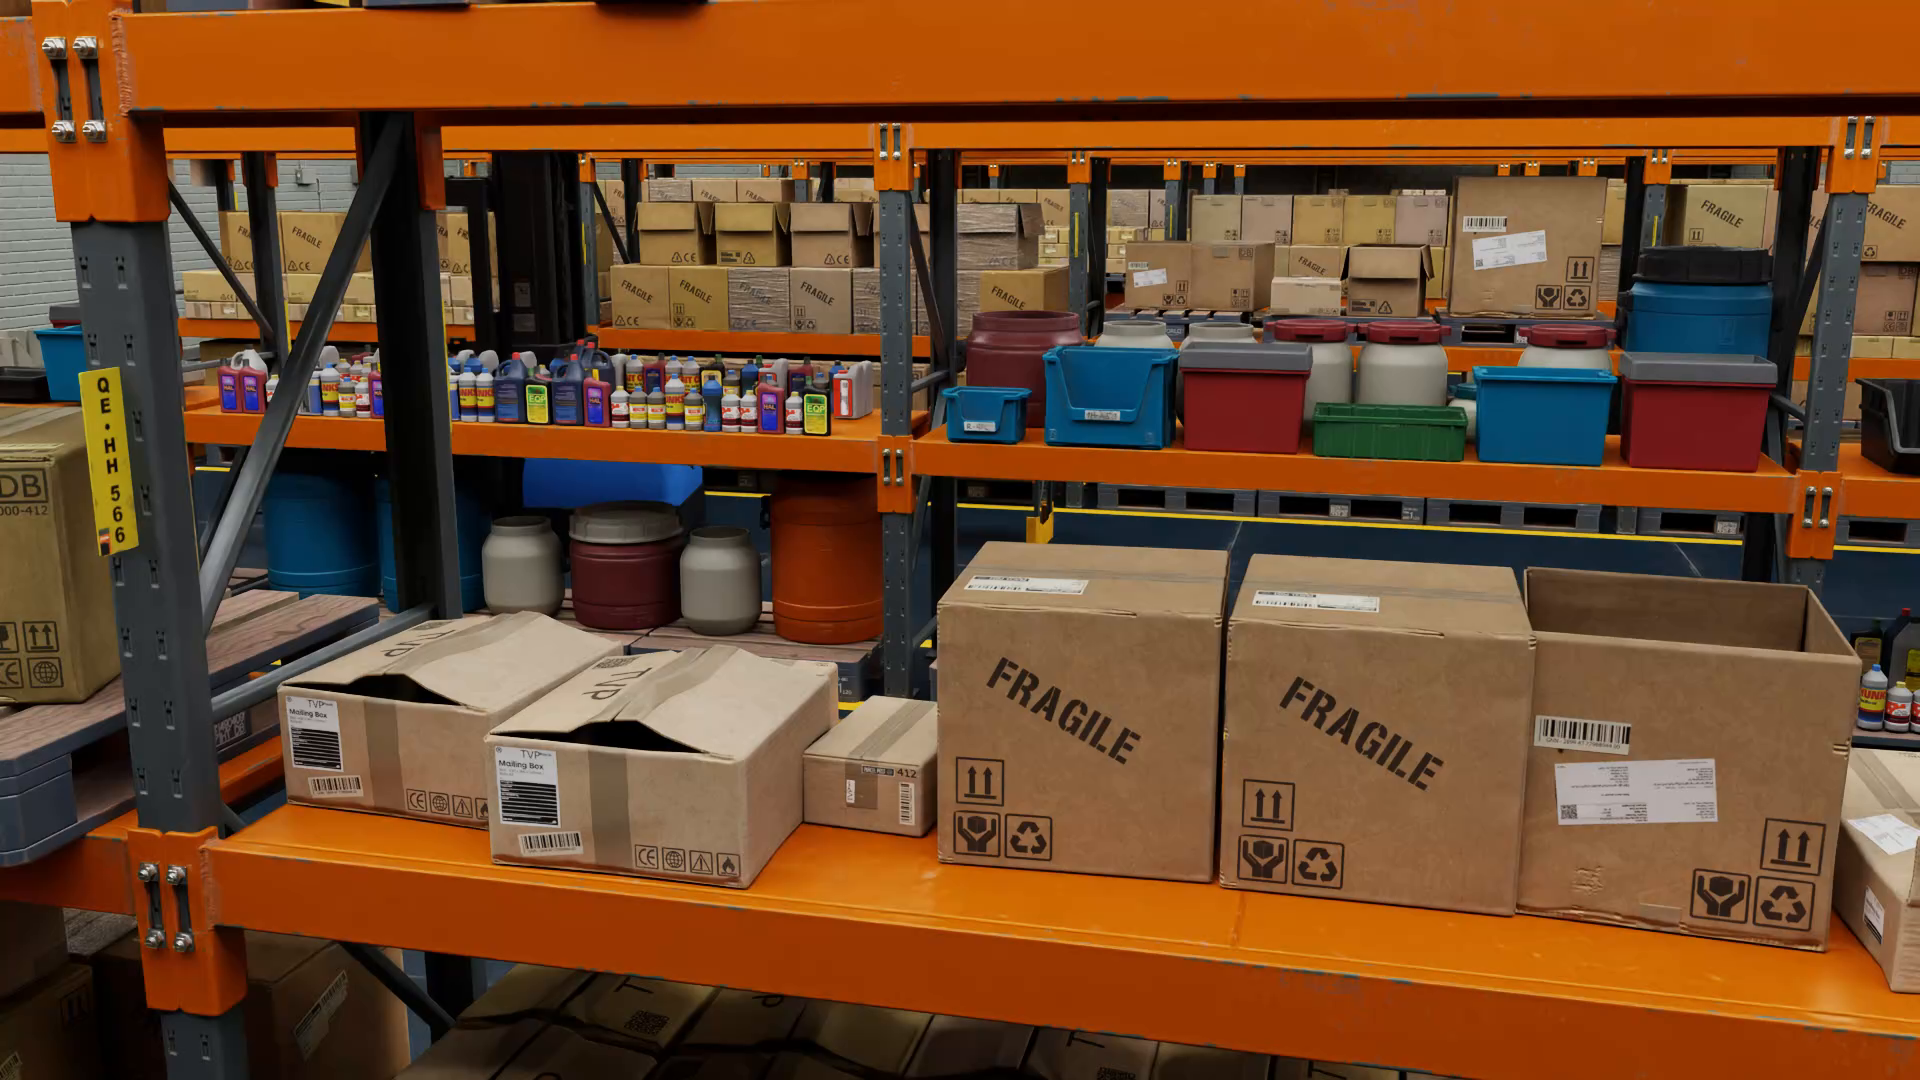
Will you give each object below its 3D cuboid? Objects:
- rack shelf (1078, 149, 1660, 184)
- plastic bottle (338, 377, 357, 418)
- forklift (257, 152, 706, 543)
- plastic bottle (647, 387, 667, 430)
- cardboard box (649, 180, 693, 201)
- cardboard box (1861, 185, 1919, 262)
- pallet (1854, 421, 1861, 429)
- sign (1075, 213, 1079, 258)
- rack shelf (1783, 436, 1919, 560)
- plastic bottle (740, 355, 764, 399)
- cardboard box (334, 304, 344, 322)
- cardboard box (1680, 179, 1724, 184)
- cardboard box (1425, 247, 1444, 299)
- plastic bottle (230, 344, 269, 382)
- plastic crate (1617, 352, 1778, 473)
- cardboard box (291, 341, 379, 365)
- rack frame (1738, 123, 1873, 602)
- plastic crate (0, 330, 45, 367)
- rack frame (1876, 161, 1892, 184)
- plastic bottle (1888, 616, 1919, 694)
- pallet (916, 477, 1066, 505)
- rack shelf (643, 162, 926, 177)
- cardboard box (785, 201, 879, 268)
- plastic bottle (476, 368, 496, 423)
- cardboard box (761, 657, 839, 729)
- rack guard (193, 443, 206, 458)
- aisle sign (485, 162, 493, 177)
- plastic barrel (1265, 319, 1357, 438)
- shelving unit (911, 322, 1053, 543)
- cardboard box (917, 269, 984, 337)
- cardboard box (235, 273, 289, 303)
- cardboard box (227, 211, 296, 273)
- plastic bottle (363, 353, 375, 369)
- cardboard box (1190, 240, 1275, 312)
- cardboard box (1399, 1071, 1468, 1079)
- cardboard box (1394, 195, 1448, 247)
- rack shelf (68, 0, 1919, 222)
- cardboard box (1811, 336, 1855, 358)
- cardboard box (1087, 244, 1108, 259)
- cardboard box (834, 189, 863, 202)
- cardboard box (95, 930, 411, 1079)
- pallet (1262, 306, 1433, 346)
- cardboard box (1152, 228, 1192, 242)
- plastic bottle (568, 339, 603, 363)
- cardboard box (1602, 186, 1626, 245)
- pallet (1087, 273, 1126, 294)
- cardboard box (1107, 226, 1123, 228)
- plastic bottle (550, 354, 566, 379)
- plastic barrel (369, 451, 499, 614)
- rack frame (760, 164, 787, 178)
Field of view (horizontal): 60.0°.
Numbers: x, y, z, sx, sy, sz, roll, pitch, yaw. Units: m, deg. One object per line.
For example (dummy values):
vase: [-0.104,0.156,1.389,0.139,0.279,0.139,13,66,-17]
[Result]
rack shelf: [2.936,-2.819,12.252,4.000,0.370,1.077,3,13,14]
plastic bottle: [-3.162,-0.739,8.599,0.097,0.201,0.097,0,13,0]
forklift: [-3.401,-1.467,11.577,3.031,2.935,1.130,0,13,2]
plastic bottle: [-1.492,-0.650,8.196,0.097,0.201,0.097,0,13,0]
cardboard box: [-3.121,-3.760,18.531,0.500,0.500,0.500,3,13,15]
cardboard box: [6.225,-2.156,11.301,0.500,0.500,0.500,3,13,14]
pallet: [9.253,-1.096,16.188,1.213,0.211,1.003,3,13,14]
sign: [0.864,-2.258,12.315,0.005,0.325,0.100,3,13,14]
rack shelf: [5.633,-0.106,6.947,4.000,0.370,1.077,3,13,14]
plastic bottle: [-1.104,-0.843,8.875,0.133,0.283,0.061,3,13,14]
cardboard box: [-5.258,-1.949,14.171,0.250,0.149,0.380,3,13,13]
cardboard box: [9.127,-4.229,20.645,0.500,0.500,0.700,3,13,13]
cardboard box: [4.612,-2.712,16.803,0.500,0.500,0.500,3,13,14]
plastic bottle: [-3.773,-0.863,8.814,0.185,0.351,0.144,3,13,14]
plastic crate: [3.147,-0.553,7.153,0.583,0.464,0.402,3,13,14]
cardboard box: [-5.249,-1.329,14.736,0.875,0.875,0.875,3,13,14]
rack frame: [3.691,-0.561,7.337,0.127,3.000,1.000,3,13,14]
plastic crate: [-5.514,-1.066,9.746,0.530,0.282,0.437,3,13,14]
rack frame: [11.135,-3.479,20.489,0.127,3.000,1.000,3,13,14]
plastic bottle: [4.351,0.521,7.562,0.185,0.351,0.144,3,13,14]
pallet: [0.247,-0.505,13.525,1.213,0.211,1.003,3,13,14]
rack shelf: [-2.457,-5.319,23.516,4.000,0.370,1.077,3,13,14]
cardboard box: [-0.997,-2.458,13.339,0.637,0.503,0.797,3,13,15]
plastic bottle: [-2.393,-0.732,8.406,0.097,0.271,0.097,0,13,0]
cardboard box: [-0.444,0.384,3.657,0.250,0.149,0.380,3,13,14]
rack guard: [-6.796,-1.006,15.114,0.348,0.500,1.175,3,13,14]
aisle sign: [-5.485,-4.599,19.536,0.004,0.787,0.394,3,13,14]
plastic barrel: [1.682,-0.784,8.026,0.433,0.535,0.433,0,13,0]
shelving unit: [0.074,-0.728,11.553,1.083,1.500,0.587,3,13,14]
cardboard box: [-0.027,-1.859,12.959,0.500,0.500,0.500,3,13,13]
cardboard box: [-5.865,-2.190,14.339,0.500,0.250,0.500,3,13,13]
cardboard box: [-5.886,-2.556,14.256,0.500,0.500,0.500,3,13,12]
plastic bottle: [-3.261,-0.944,9.350,0.135,0.276,0.152,3,13,14]
cardboard box: [2.094,-2.036,12.786,0.500,0.500,0.700,5,13,22]
cardboard box: [1.171,1.217,3.409,0.500,0.311,0.500,3,13,12]
cardboard box: [4.690,-3.254,16.937,0.500,0.500,0.700,3,13,14]
rack shelf: [0.559,-0.736,2.863,4.000,0.370,1.077,3,13,14]
cardboard box: [5.981,-1.350,11.473,0.250,0.149,0.380,3,13,14]
cardboard box: [1.432,-3.019,17.339,0.250,0.149,0.380,4,13,16]
cardboard box: [-1.530,-4.633,23.151,0.500,0.500,0.500,3,13,13]
cardboard box: [-1.756,1.195,4.179,0.500,0.500,0.500,4,13,16]
pallet: [2.926,-1.622,12.563,1.213,0.211,1.003,3,13,14]
cardboard box: [2.837,-4.037,22.194,0.500,0.250,0.500,3,13,13]
plastic bottle: [-2.036,-0.916,9.051,0.185,0.351,0.144,3,13,14]
cardboard box: [6.514,-3.214,16.457,0.550,0.550,0.875,3,13,14]
pallet: [1.563,-2.769,17.731,1.003,0.211,1.213,3,13,14]
cardboard box: [1.617,-3.299,17.914,0.250,0.149,0.380,3,13,12]
plastic bottle: [-2.182,-0.877,9.057,0.097,0.271,0.097,0,13,0]
plastic barrel: [-2.865,-0.088,9.081,0.708,0.901,0.600,3,13,14]
rack frame: [-3.213,-5.353,28.937,0.127,3.000,1.000,3,13,14]
